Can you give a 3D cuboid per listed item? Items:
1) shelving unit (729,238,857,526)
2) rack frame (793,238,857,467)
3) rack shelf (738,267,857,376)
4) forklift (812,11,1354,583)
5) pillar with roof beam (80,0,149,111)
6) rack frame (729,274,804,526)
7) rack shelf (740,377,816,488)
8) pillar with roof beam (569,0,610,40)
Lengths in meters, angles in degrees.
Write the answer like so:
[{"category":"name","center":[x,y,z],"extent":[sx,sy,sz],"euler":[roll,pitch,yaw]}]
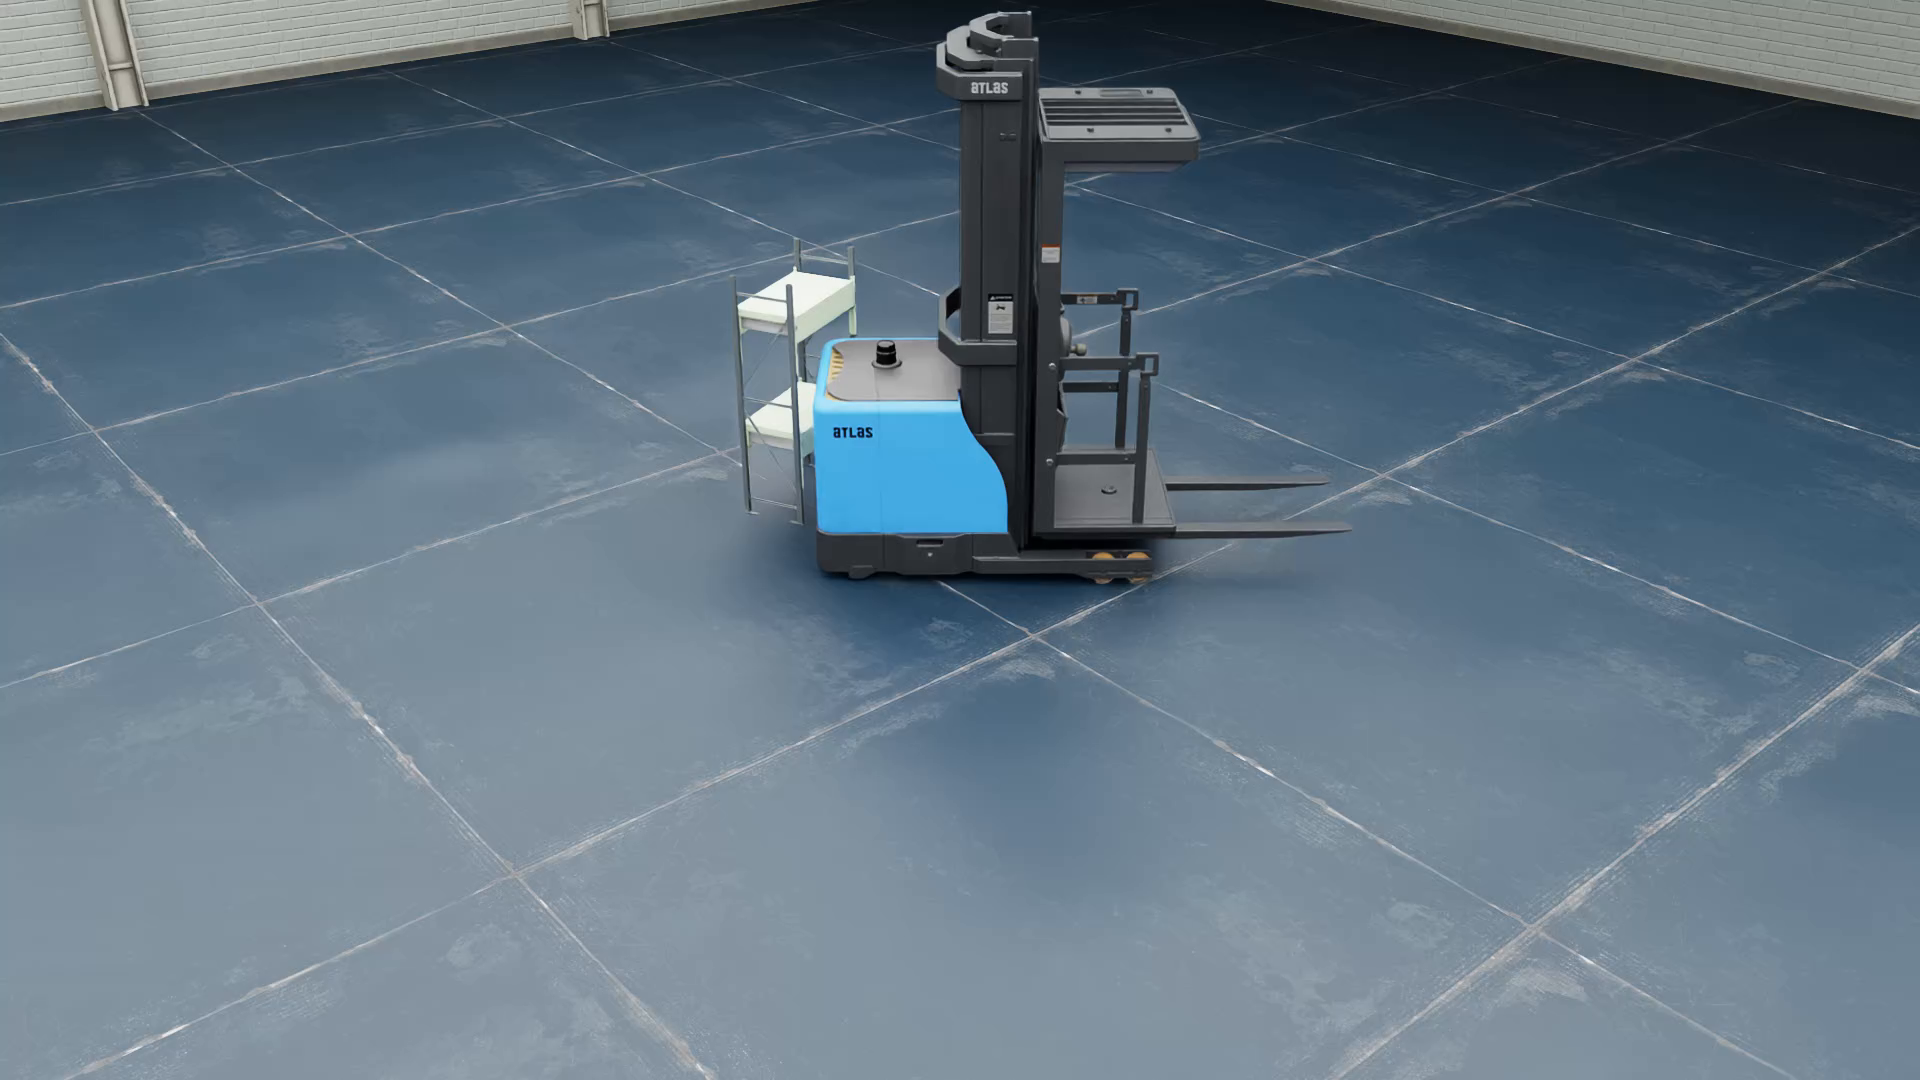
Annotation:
[{"category":"shelving unit","center":[-0.962,-0.948,9.932],"extent":[0.431,1.500,0.755],"euler":[12,30,22]},{"category":"rack frame","center":[-0.809,-1.104,10.225],"extent":[0.400,1.500,0.023],"euler":[12,30,22]},{"category":"rack shelf","center":[-0.962,-1.292,9.748],"extent":[0.431,0.370,0.720],"euler":[12,30,22]},{"category":"forklift","center":[0.707,-1.304,9.080],"extent":[3.031,2.935,1.130],"euler":[0,28,-1]},{"category":"pillar with roof beam","center":[-6.760,-7.410,14.068],"extent":[0.400,9.000,9.100],"euler":[-22,35,-35]},{"category":"rack frame","center":[-1.115,-0.791,9.639],"extent":[0.400,1.500,0.023],"euler":[12,30,22]},{"category":"rack shelf","center":[-0.962,-0.660,10.086],"extent":[0.431,0.370,0.720],"euler":[12,30,22]},{"category":"pillar with roof beam","center":[-2.196,-9.246,17.503],"extent":[0.400,9.000,9.100],"euler":[-22,35,-35]}]
